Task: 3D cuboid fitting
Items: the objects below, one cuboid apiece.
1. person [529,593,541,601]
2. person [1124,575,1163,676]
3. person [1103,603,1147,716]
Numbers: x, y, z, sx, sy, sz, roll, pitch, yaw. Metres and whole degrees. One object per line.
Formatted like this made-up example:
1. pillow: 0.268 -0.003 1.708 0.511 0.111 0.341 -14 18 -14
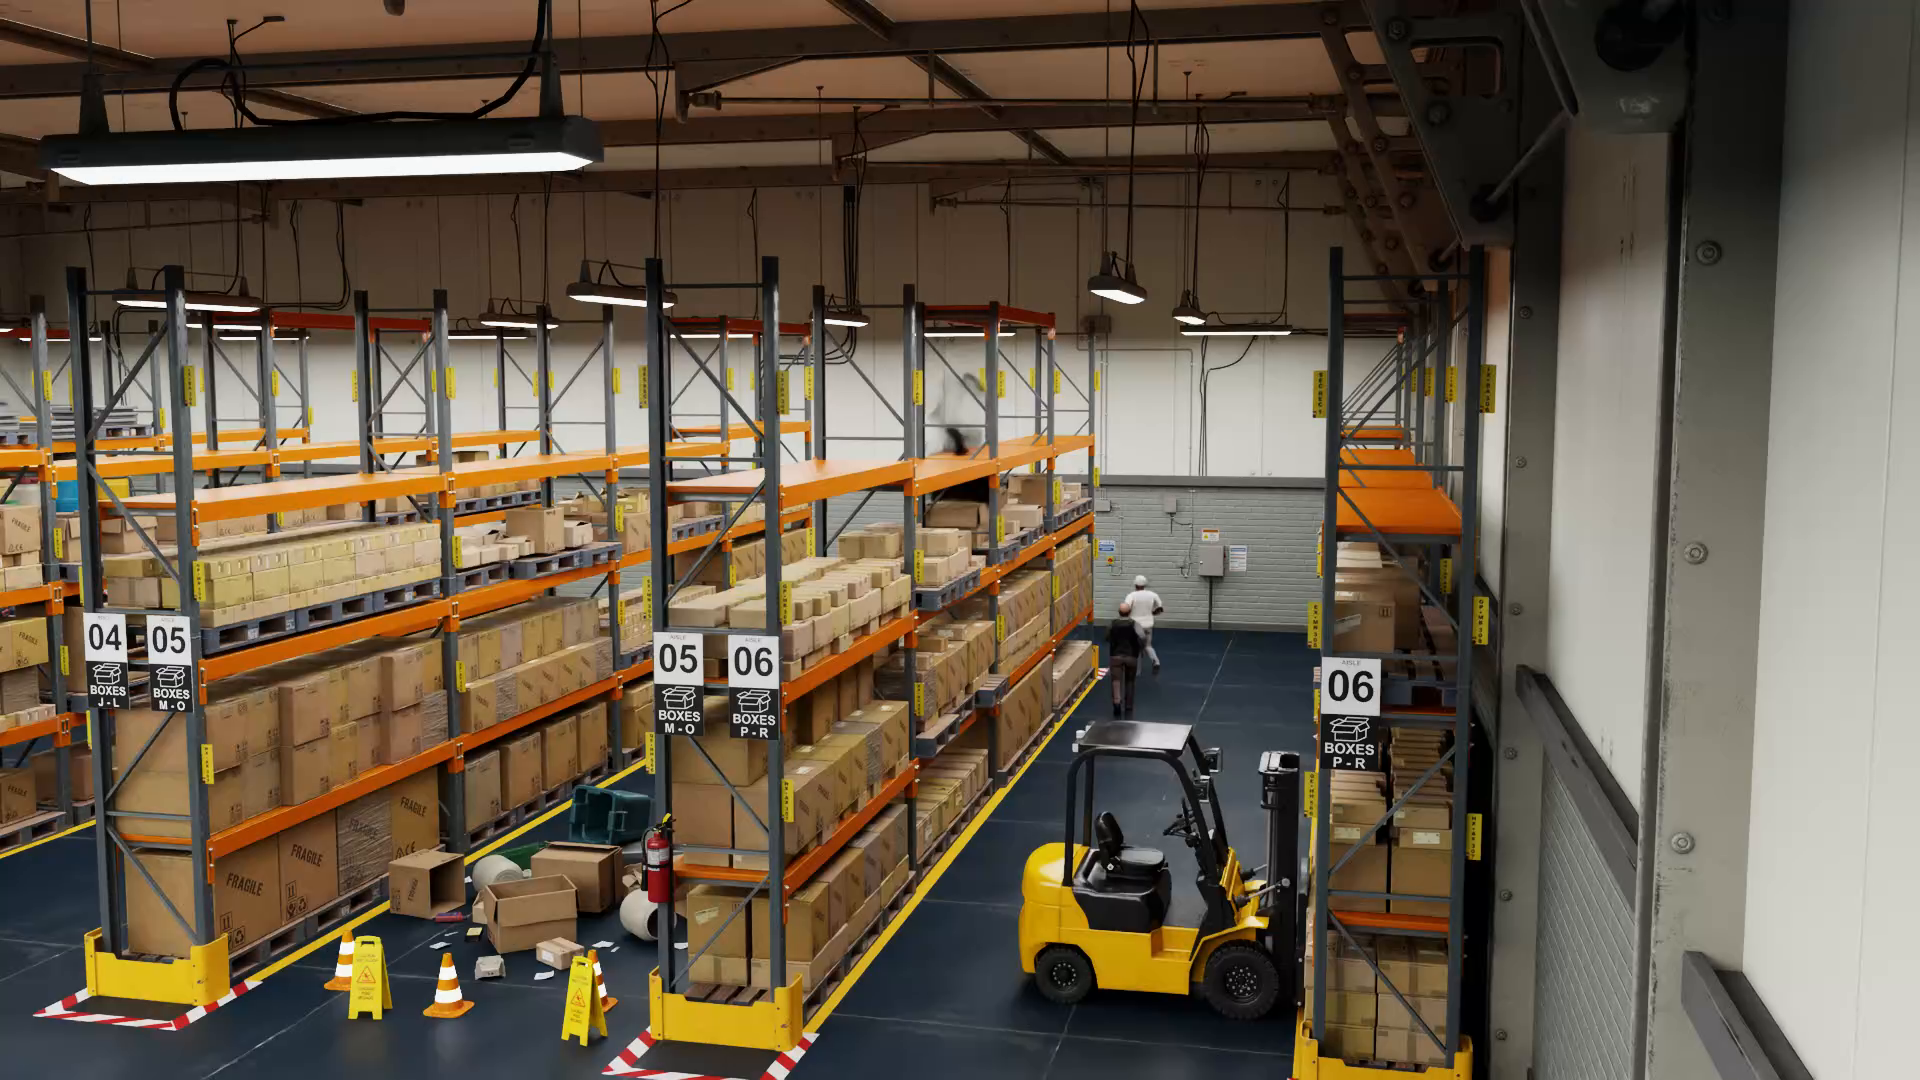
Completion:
1. person: -6.897 1.642 27.062 0.539 1.564 0.585 1 6 9
2. person: 3.049 1.470 28.023 0.746 1.771 0.849 -1 6 -14
3. person: 2.454 1.779 24.813 0.656 1.707 0.969 1 6 7
